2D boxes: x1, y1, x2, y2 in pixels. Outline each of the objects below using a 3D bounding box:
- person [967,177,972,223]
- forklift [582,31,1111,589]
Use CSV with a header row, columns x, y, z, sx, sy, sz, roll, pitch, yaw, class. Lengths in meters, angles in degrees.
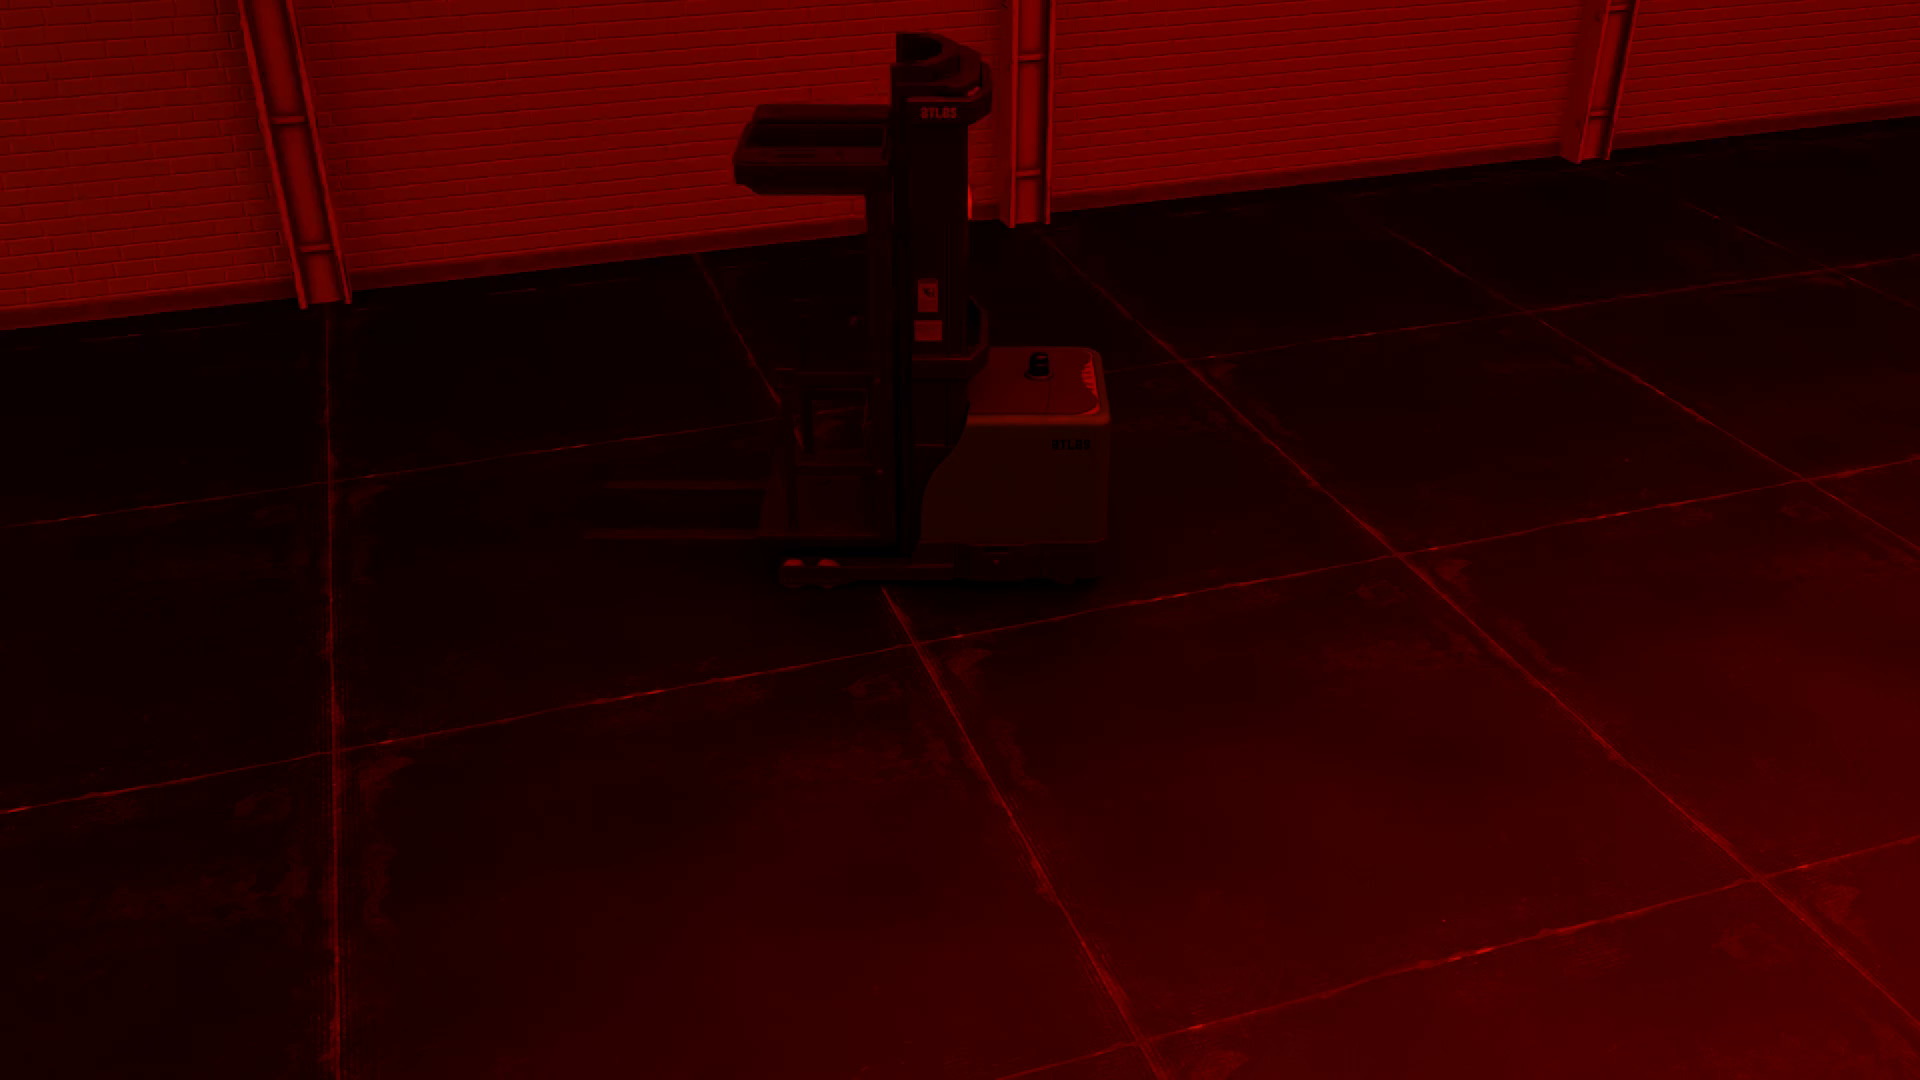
x,y,z,sx,sy,sz,roll,pitch,yaw,class
-0.217,-2.589,12.924,0.807,1.638,0.413,6,30,10,person
-0.671,-1.255,9.269,3.031,2.935,1.130,0,30,0,forklift
